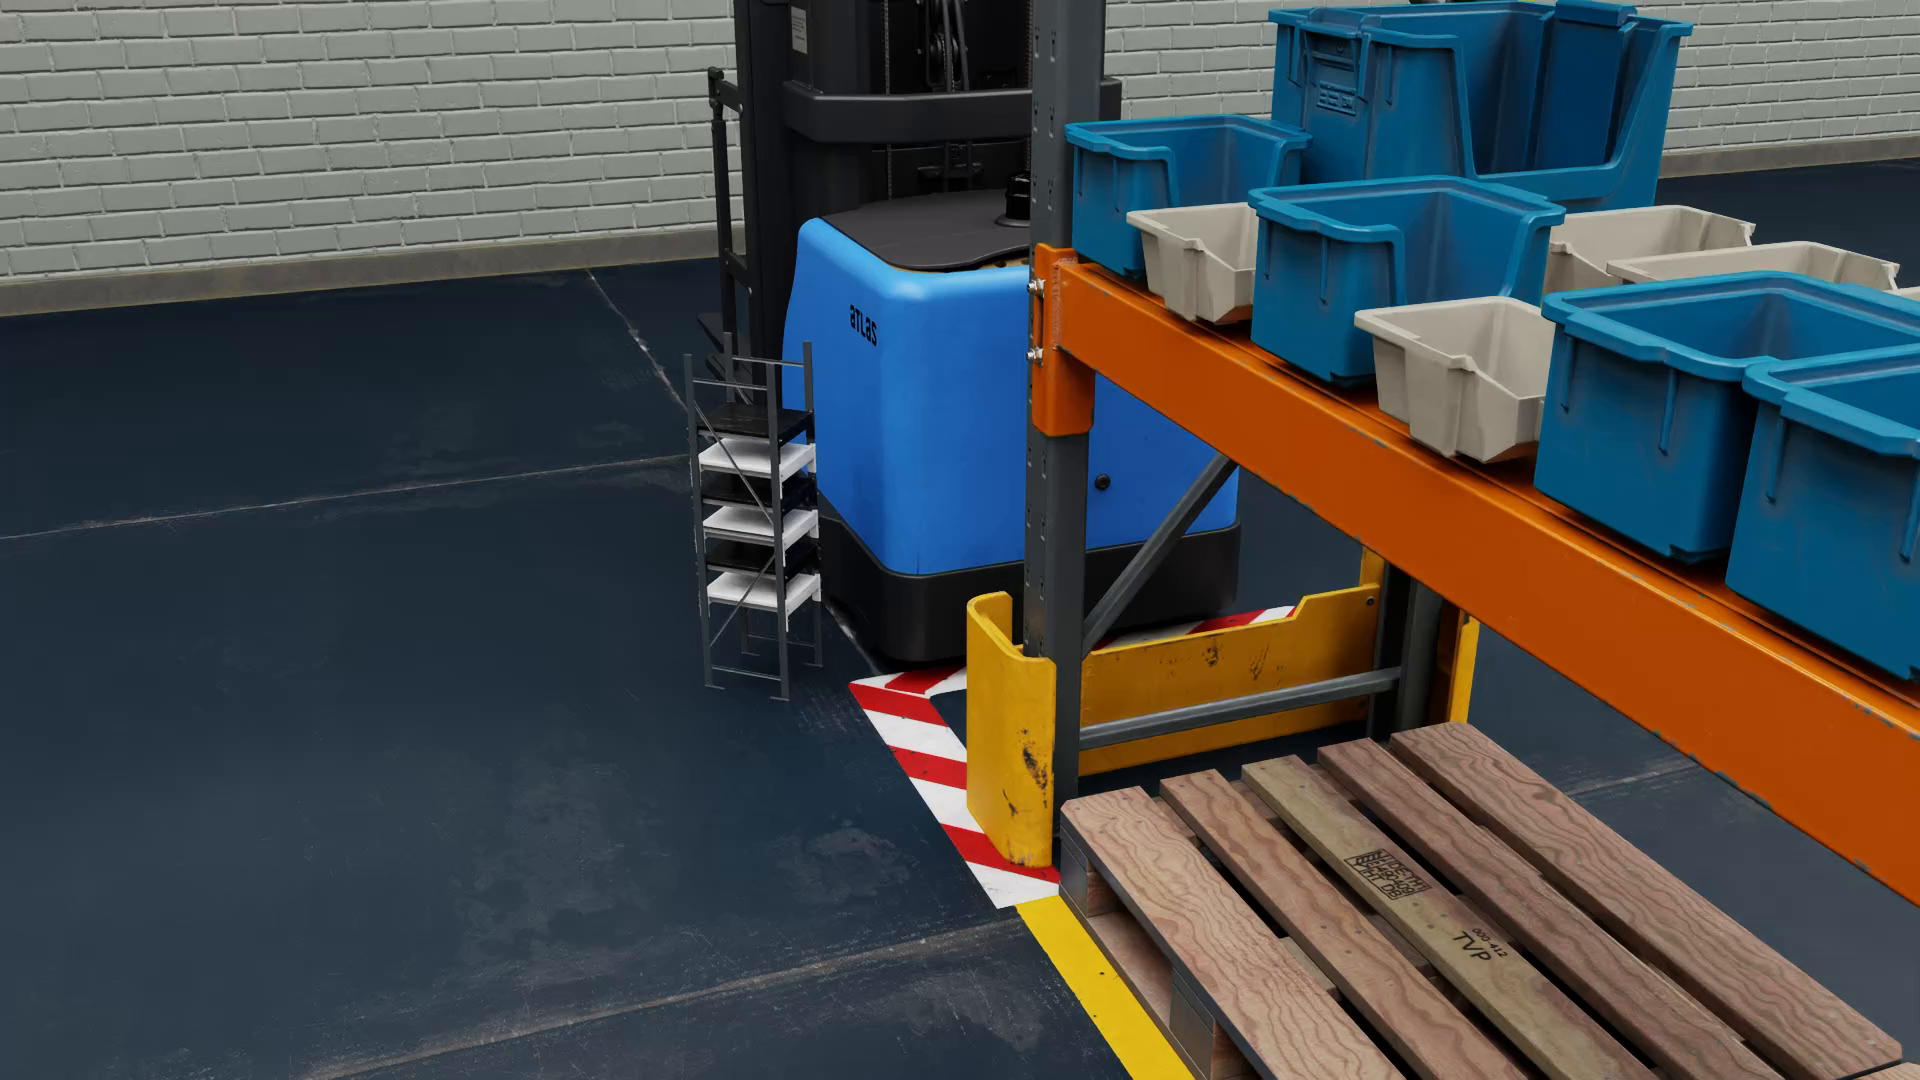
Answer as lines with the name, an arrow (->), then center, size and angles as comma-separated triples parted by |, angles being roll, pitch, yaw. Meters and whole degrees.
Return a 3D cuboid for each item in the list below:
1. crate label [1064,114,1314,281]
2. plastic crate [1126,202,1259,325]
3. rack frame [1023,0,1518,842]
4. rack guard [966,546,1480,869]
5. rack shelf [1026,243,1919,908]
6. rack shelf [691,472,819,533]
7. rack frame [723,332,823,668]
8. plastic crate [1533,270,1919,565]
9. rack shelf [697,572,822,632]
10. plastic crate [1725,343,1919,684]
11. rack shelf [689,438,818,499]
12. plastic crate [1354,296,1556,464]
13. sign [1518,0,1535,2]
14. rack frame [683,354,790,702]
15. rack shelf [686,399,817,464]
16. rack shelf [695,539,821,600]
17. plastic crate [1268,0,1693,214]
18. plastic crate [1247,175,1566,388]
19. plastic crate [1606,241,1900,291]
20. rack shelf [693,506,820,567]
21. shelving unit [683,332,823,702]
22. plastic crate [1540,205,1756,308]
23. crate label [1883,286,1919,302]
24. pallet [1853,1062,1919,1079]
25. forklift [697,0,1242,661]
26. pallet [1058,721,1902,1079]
crate label -> 0.403, -0.619, 2.995 | 0.416, 0.233, 0.303 | -8, 24, -19
plastic crate -> 0.439, -0.447, 2.710 | 0.250, 0.136, 0.298 | -8, 24, -19
rack frame -> 0.624, -0.804, 3.294 | 1.000, 3.000, 0.127 | -8, 24, -19
rack guard -> 0.603, 0.341, 3.796 | 1.175, 0.500, 0.348 | -8, 24, -19
rack shelf -> 1.331, 0.255, 1.710 | 1.077, 0.370, 4.000 | -8, 24, -19
rack shelf -> -0.515, -0.105, 4.195 | 0.258, 0.077, 0.200 | 8, 24, 19
rack frame -> -0.480, -0.090, 4.304 | 0.240, 0.900, 0.006 | 8, 24, 19
plastic crate -> 0.868, -0.141, 1.860 | 0.416, 0.233, 0.300 | -8, 24, -19
rack shelf -> -0.515, 0.144, 4.299 | 0.258, 0.077, 0.200 | 8, 24, 19
plastic crate -> 0.974, -0.032, 1.601 | 0.416, 0.233, 0.300 | -8, 24, -19
rack shelf -> -0.515, -0.188, 4.160 | 0.258, 0.077, 0.200 | 8, 24, 19
plastic crate -> 0.679, -0.200, 2.126 | 0.250, 0.136, 0.298 | -8, 24, -19
sign -> 1.133, -0.960, 3.456 | 0.100, 0.325, 0.005 | -8, 24, -19
rack frame -> -0.550, -0.016, 4.129 | 0.240, 0.900, 0.006 | 8, 24, 19
rack shelf -> -0.515, -0.271, 4.125 | 0.258, 0.077, 0.200 | 8, 24, 19
rack shelf -> -0.515, 0.061, 4.264 | 0.258, 0.077, 0.200 | 8, 24, 19
plastic crate -> 0.917, -0.751, 3.048 | 0.616, 0.435, 0.499 | -8, 24, -19
plastic crate -> 0.636, -0.380, 2.428 | 0.416, 0.233, 0.300 | -8, 24, -19
plastic crate -> 1.170, -0.331, 2.435 | 0.396, 0.136, 0.243 | -8, 24, -19
rack shelf -> -0.515, -0.022, 4.230 | 0.258, 0.077, 0.200 | 8, 24, 19
shelving unit -> -0.515, -0.053, 4.217 | 0.258, 0.900, 0.210 | 8, 24, 19
plastic crate -> 1.081, -0.438, 2.690 | 0.396, 0.136, 0.243 | -8, 24, -19
crate label -> 1.292, -0.233, 2.203 | 0.396, 0.136, 0.243 | -8, 24, -19
pallet -> 1.306, 1.229, 2.062 | 1.003, 0.211, 1.213 | -8, 24, -19
forklift -> -0.225, -1.578, 5.221 | 1.130, 2.935, 3.031 | -9, 24, -19
pallet -> 0.879, 0.786, 3.112 | 1.003, 0.211, 1.213 | -8, 24, -19
